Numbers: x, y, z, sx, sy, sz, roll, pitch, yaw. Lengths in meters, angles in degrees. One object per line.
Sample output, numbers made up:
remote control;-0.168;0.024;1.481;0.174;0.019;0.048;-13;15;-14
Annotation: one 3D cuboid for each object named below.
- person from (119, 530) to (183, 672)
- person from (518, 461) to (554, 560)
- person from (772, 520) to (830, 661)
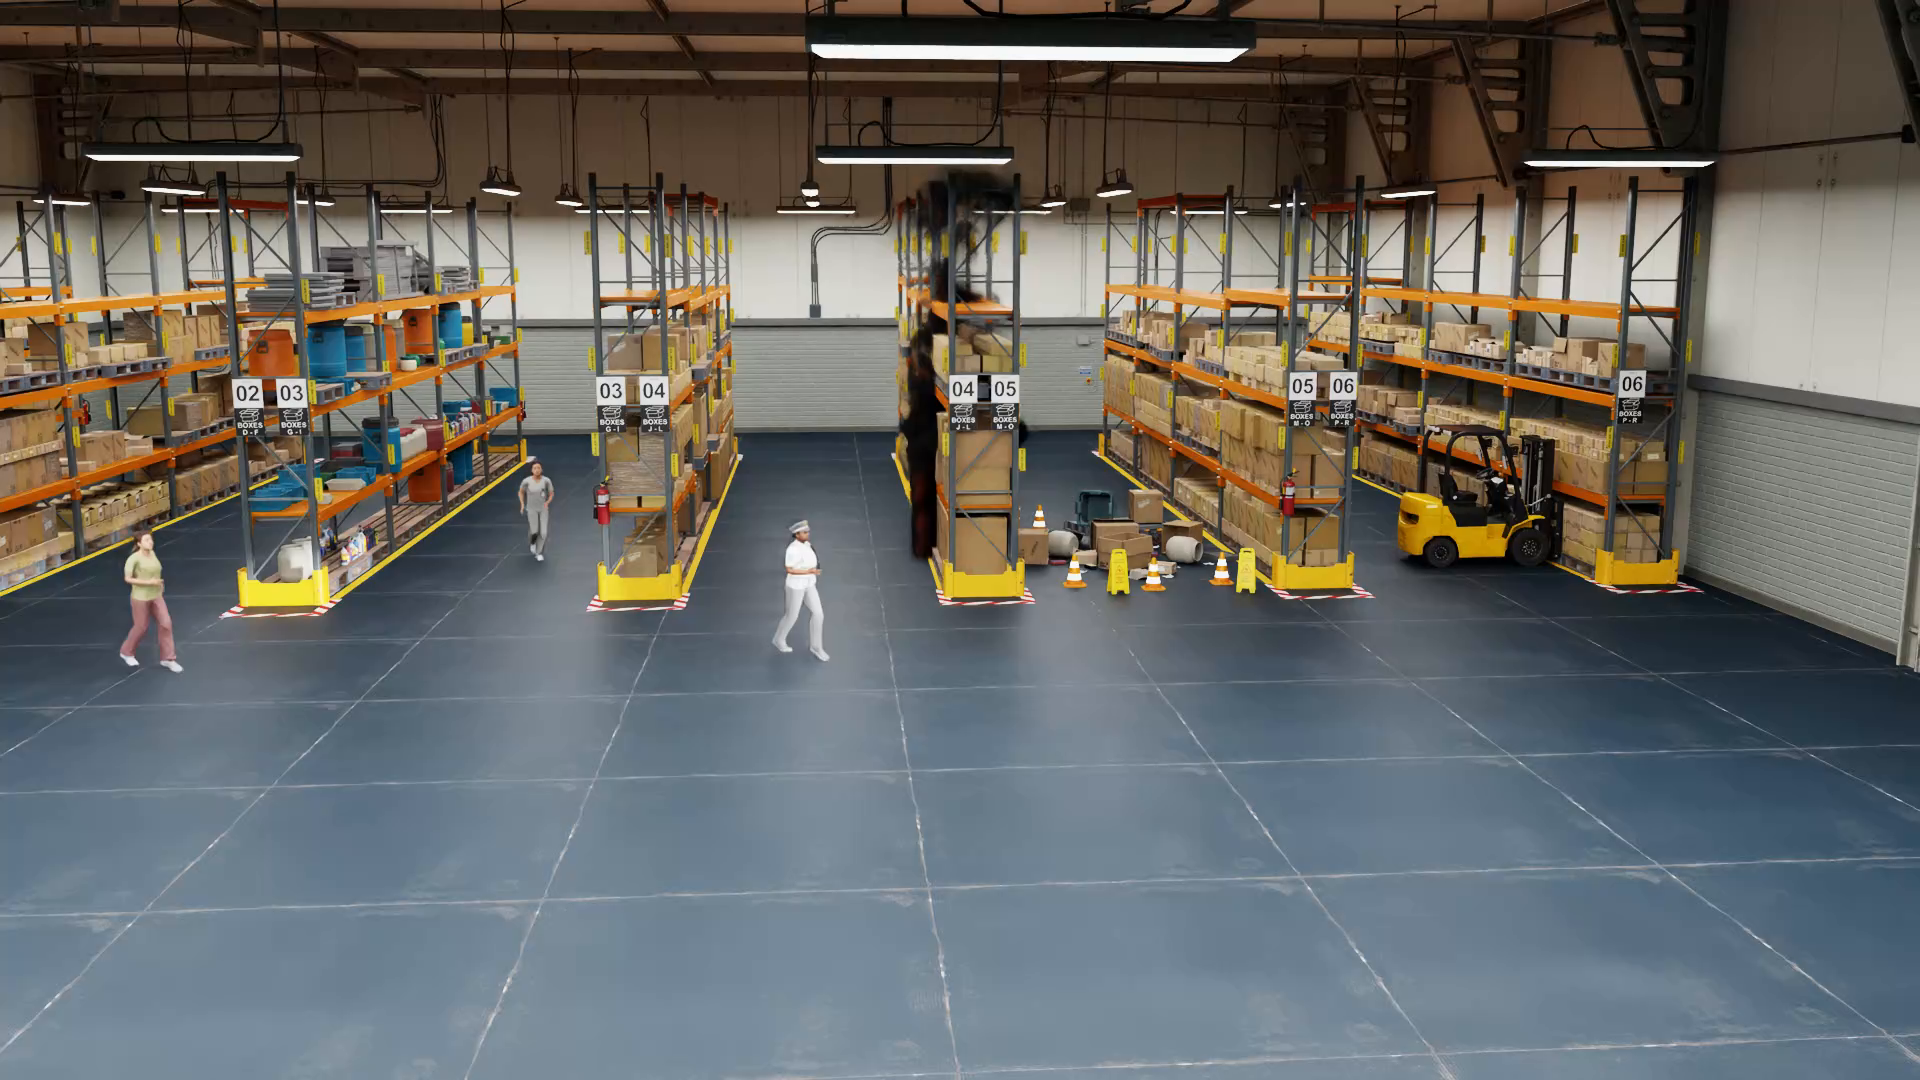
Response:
person;-9.684;0.730;19.778;0.819;1.710;0.594;4;11;20
person;-6.779;-0.465;26.681;0.550;1.619;0.593;-4;11;-19
person;-1.979;0.609;20.372;0.789;1.751;0.571;7;12;35
